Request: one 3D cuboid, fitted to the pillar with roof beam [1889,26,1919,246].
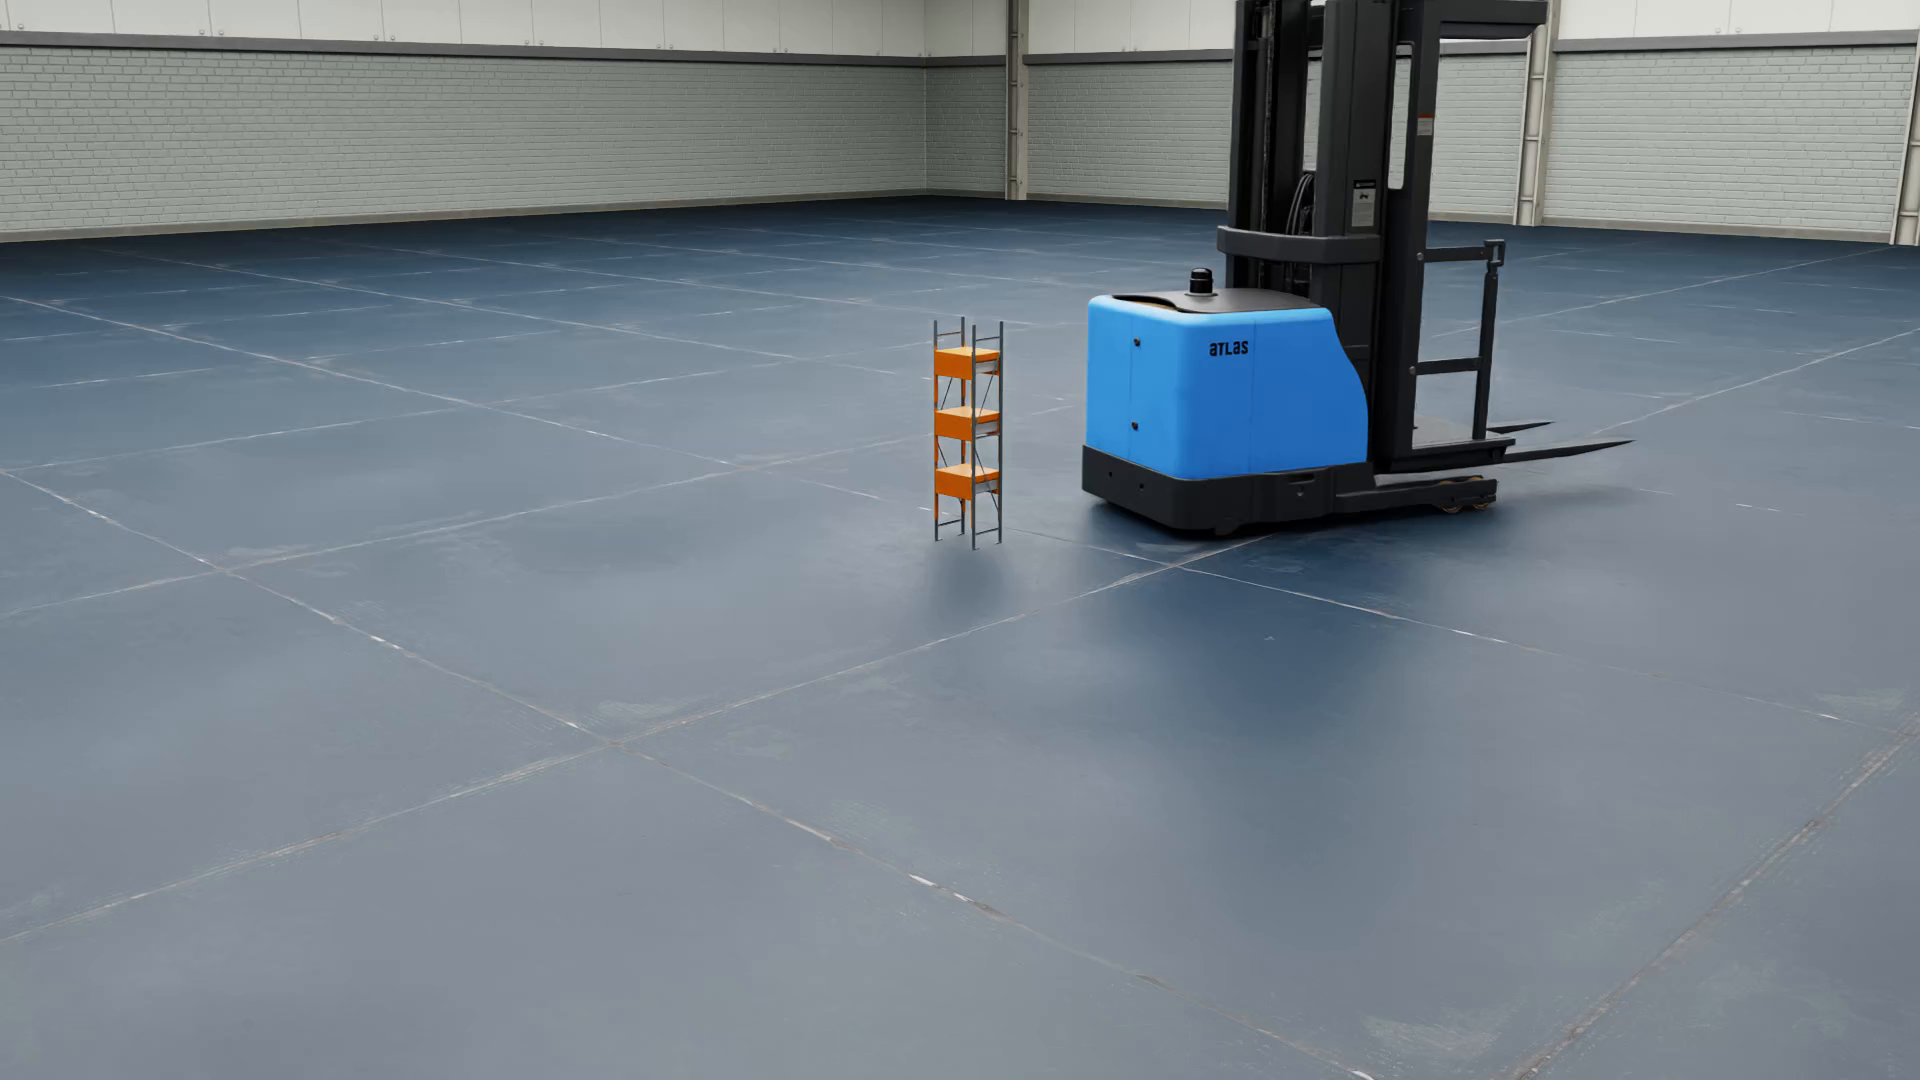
[{"bbox_3d":[11.218,-8.008,20.818,0.400,9.000,9.100,14,20,42],"label":"pillar with roof beam"}]

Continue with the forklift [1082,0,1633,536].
[{"bbox_3d":[2.194,-1.667,8.517,3.031,2.935,1.130,-7,16,-24],"label":"forklift"}]

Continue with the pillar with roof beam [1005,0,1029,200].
[{"bbox_3d":[-1.740,-11.158,32.908,0.400,9.000,9.100,14,20,42],"label":"pillar with roof beam"}]

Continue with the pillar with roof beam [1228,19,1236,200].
[{"bbox_3d":[2.579,-10.108,28.878,0.400,9.000,9.100,14,20,42],"label":"pillar with roof beam"}]

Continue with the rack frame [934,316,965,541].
[{"bbox_3d":[-0.049,-0.520,7.846,0.008,1.050,0.200,14,20,42],"label":"rack frame"}]

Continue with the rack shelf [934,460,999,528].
[{"bbox_3d":[0.039,-0.219,7.837,0.240,0.259,0.215,14,20,42],"label":"rack shelf"}]

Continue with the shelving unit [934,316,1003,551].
[{"bbox_3d":[0.039,-0.499,7.764,0.252,1.050,0.215,14,20,42],"label":"shelving unit"}]

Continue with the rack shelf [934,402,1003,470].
[{"bbox_3d":[0.039,-0.488,7.766,0.240,0.259,0.215,14,20,42],"label":"rack shelf"}]

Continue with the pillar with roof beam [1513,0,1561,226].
[{"bbox_3d":[6.899,-9.058,24.848,0.400,9.000,9.100,14,20,42],"label":"pillar with roof beam"}]

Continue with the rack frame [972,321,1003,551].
[{"bbox_3d":[0.126,-0.477,7.682,0.008,1.050,0.200,14,20,42],"label":"rack frame"}]

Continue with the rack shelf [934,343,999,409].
[{"bbox_3d":[0.039,-0.763,7.695,0.240,0.259,0.215,14,20,42],"label":"rack shelf"}]
